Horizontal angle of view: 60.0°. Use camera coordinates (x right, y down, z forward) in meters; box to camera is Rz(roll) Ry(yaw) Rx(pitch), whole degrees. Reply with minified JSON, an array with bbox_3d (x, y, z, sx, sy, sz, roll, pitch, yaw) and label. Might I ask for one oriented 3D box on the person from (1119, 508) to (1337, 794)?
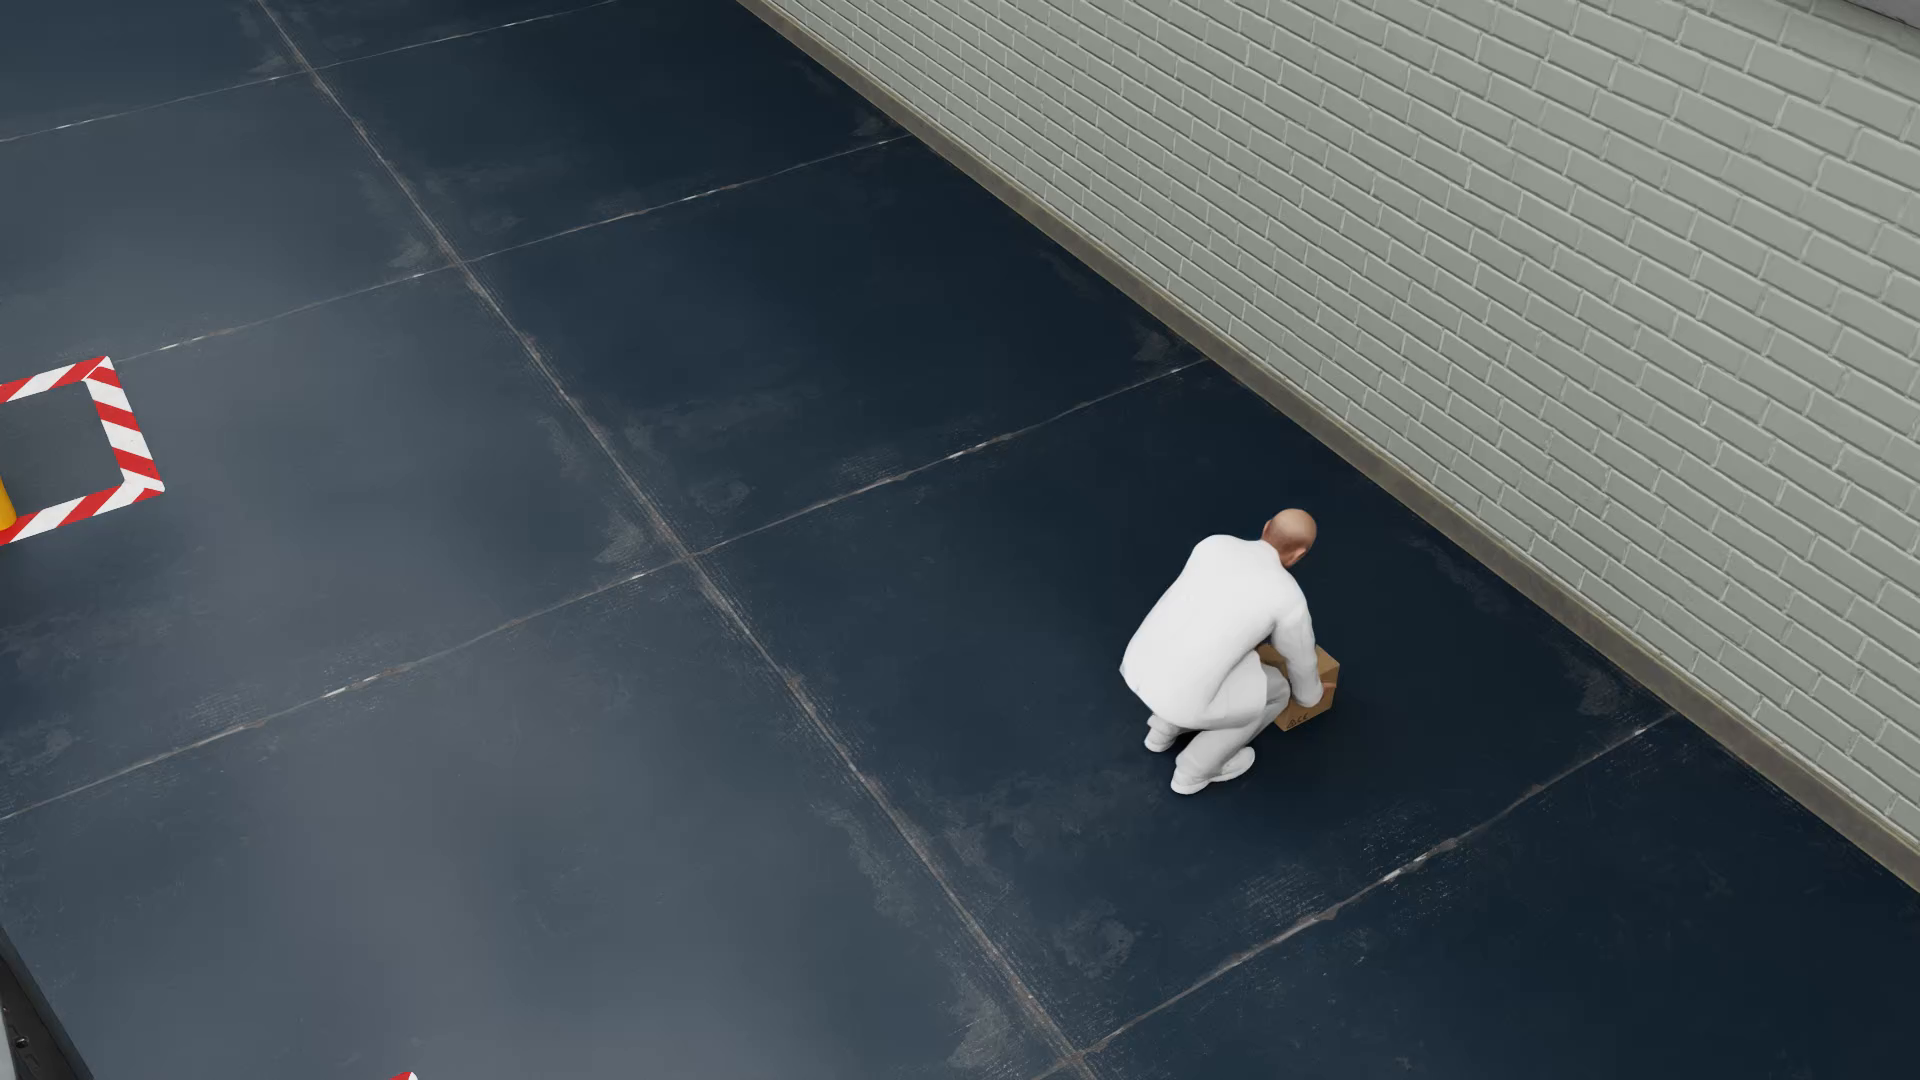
[{"bbox_3d":[1.003,0.410,6.301,0.902,0.983,0.610,-22,45,-24],"label":"person"}]
